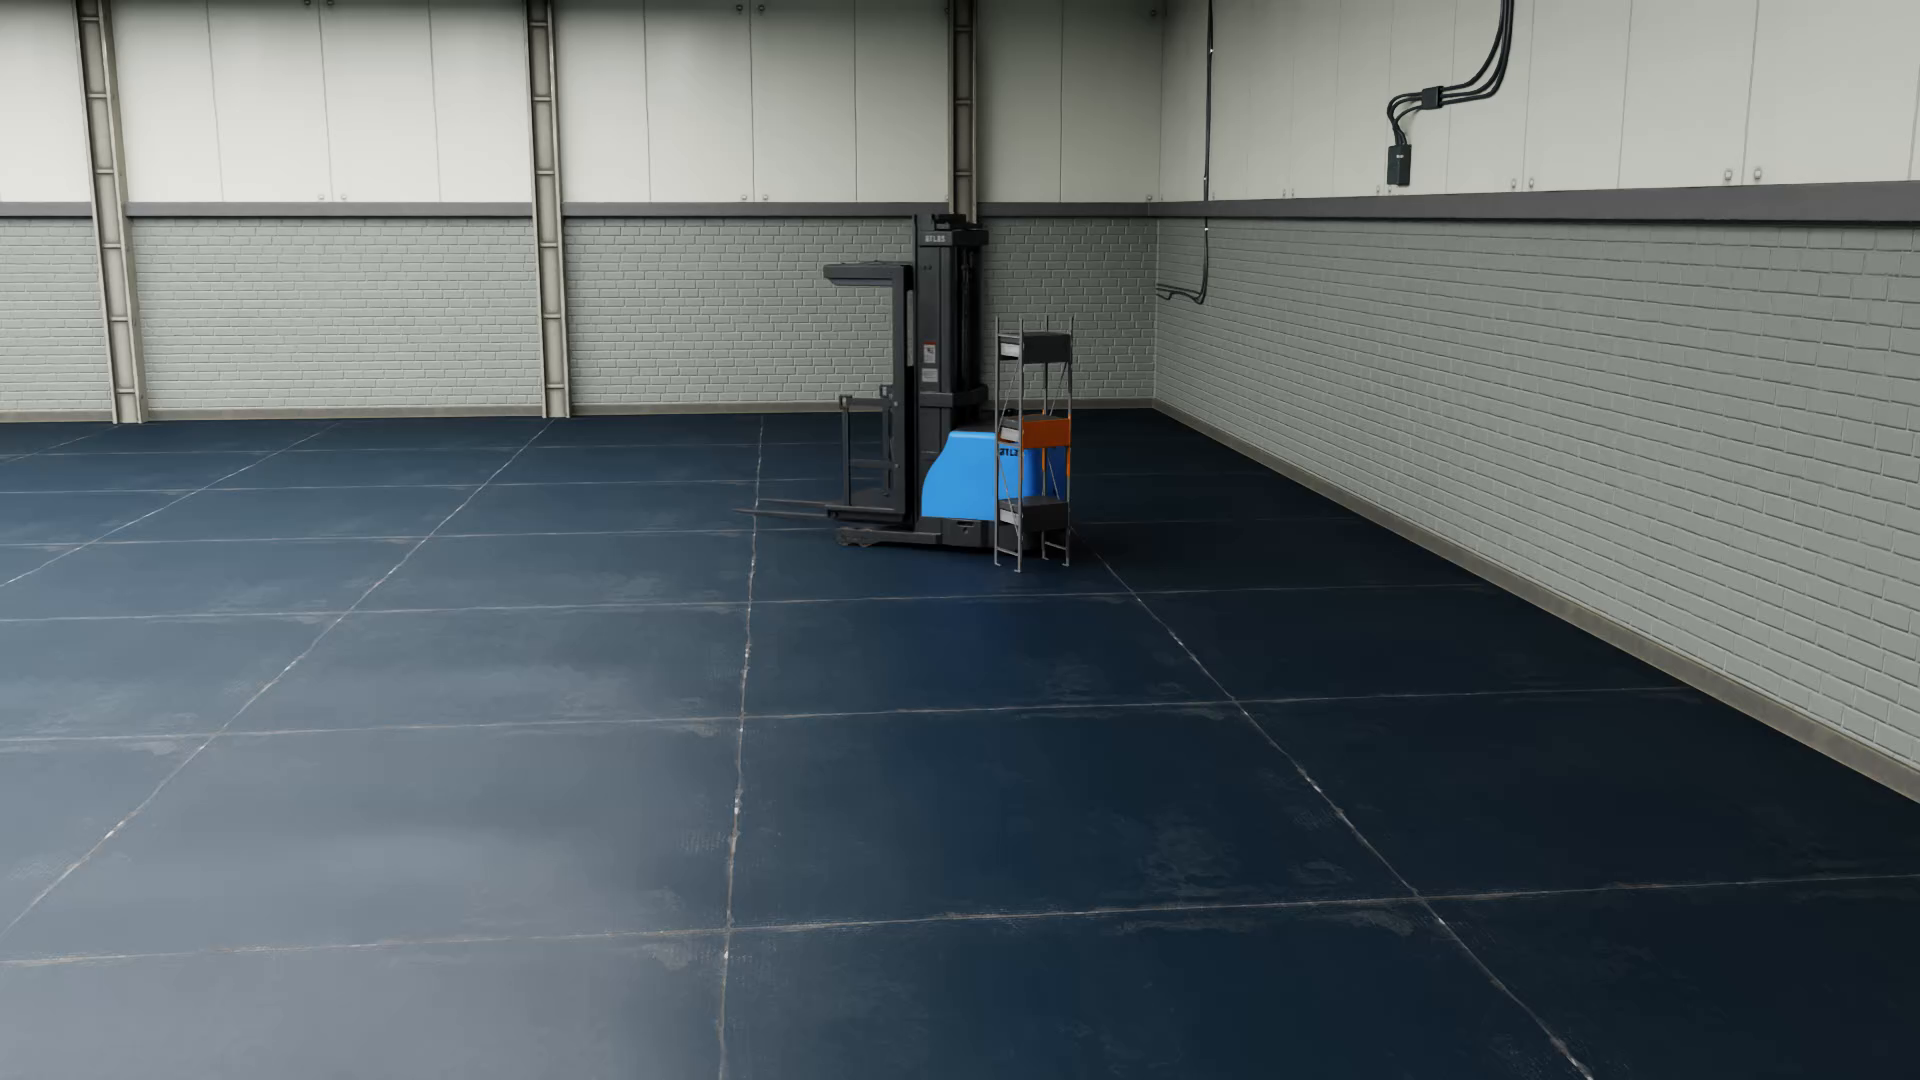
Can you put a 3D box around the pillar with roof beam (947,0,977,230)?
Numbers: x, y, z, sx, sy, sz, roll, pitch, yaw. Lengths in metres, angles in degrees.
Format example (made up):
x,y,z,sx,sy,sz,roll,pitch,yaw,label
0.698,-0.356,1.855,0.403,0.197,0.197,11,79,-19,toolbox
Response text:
x,y,z,sx,sy,sz,roll,pitch,yaw,label
0.497,-5.536,20.082,0.400,9.000,9.100,-1,11,-6,pillar with roof beam

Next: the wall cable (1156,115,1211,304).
x,y,z,sx,sy,sz,roll,pitch,yaw,label
3.104,-4.646,23.603,0.112,2.526,3.097,-1,11,-6,wall cable

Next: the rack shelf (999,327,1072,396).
x,y,z,sx,sy,sz,roll,pitch,yaw,label
0.613,-1.487,13.813,0.480,0.518,0.431,-7,13,-30,rack shelf

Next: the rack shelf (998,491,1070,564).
x,y,z,sx,sy,sz,roll,pitch,yaw,label
0.613,-0.113,14.083,0.480,0.518,0.431,-7,13,-30,rack shelf

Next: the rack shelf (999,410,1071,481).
x,y,z,sx,sy,sz,roll,pitch,yaw,label
0.613,-0.800,13.948,0.480,0.518,0.431,-7,13,-30,rack shelf

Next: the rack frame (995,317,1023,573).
x,y,z,sx,sy,sz,roll,pitch,yaw,label
0.404,-0.790,13.823,0.015,2.100,0.400,-7,13,-30,rack frame

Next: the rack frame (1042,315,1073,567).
x,y,z,sx,sy,sz,roll,pitch,yaw,label
0.823,-0.838,14.069,0.015,2.100,0.400,-7,13,-30,rack frame

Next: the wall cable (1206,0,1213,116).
x,y,z,sx,sy,sz,roll,pitch,yaw,label
3.396,-6.605,20.477,0.112,2.526,3.097,-1,11,-6,wall cable

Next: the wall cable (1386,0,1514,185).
x,y,z,sx,sy,sz,roll,pitch,yaw,label
4.113,-6.017,13.713,0.169,6.003,2.305,-1,11,-6,wall cable

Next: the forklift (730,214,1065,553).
x,y,z,sx,sy,sz,roll,pitch,yaw,label
-0.605,-1.466,15.107,3.031,2.935,1.130,4,12,18,forklift

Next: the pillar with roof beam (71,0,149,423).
x,y,z,sx,sy,sz,roll,pitch,yaw,label
-11.433,-5.286,18.810,0.400,9.000,9.100,-1,11,-6,pillar with roof beam

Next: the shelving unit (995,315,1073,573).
x,y,z,sx,sy,sz,roll,pitch,yaw,label
0.613,-0.814,13.946,0.503,2.100,0.431,-7,13,-30,shelving unit

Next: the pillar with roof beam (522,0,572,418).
x,y,z,sx,sy,sz,roll,pitch,yaw,label
-5.468,-5.411,19.446,0.400,9.000,9.100,-1,11,-6,pillar with roof beam
